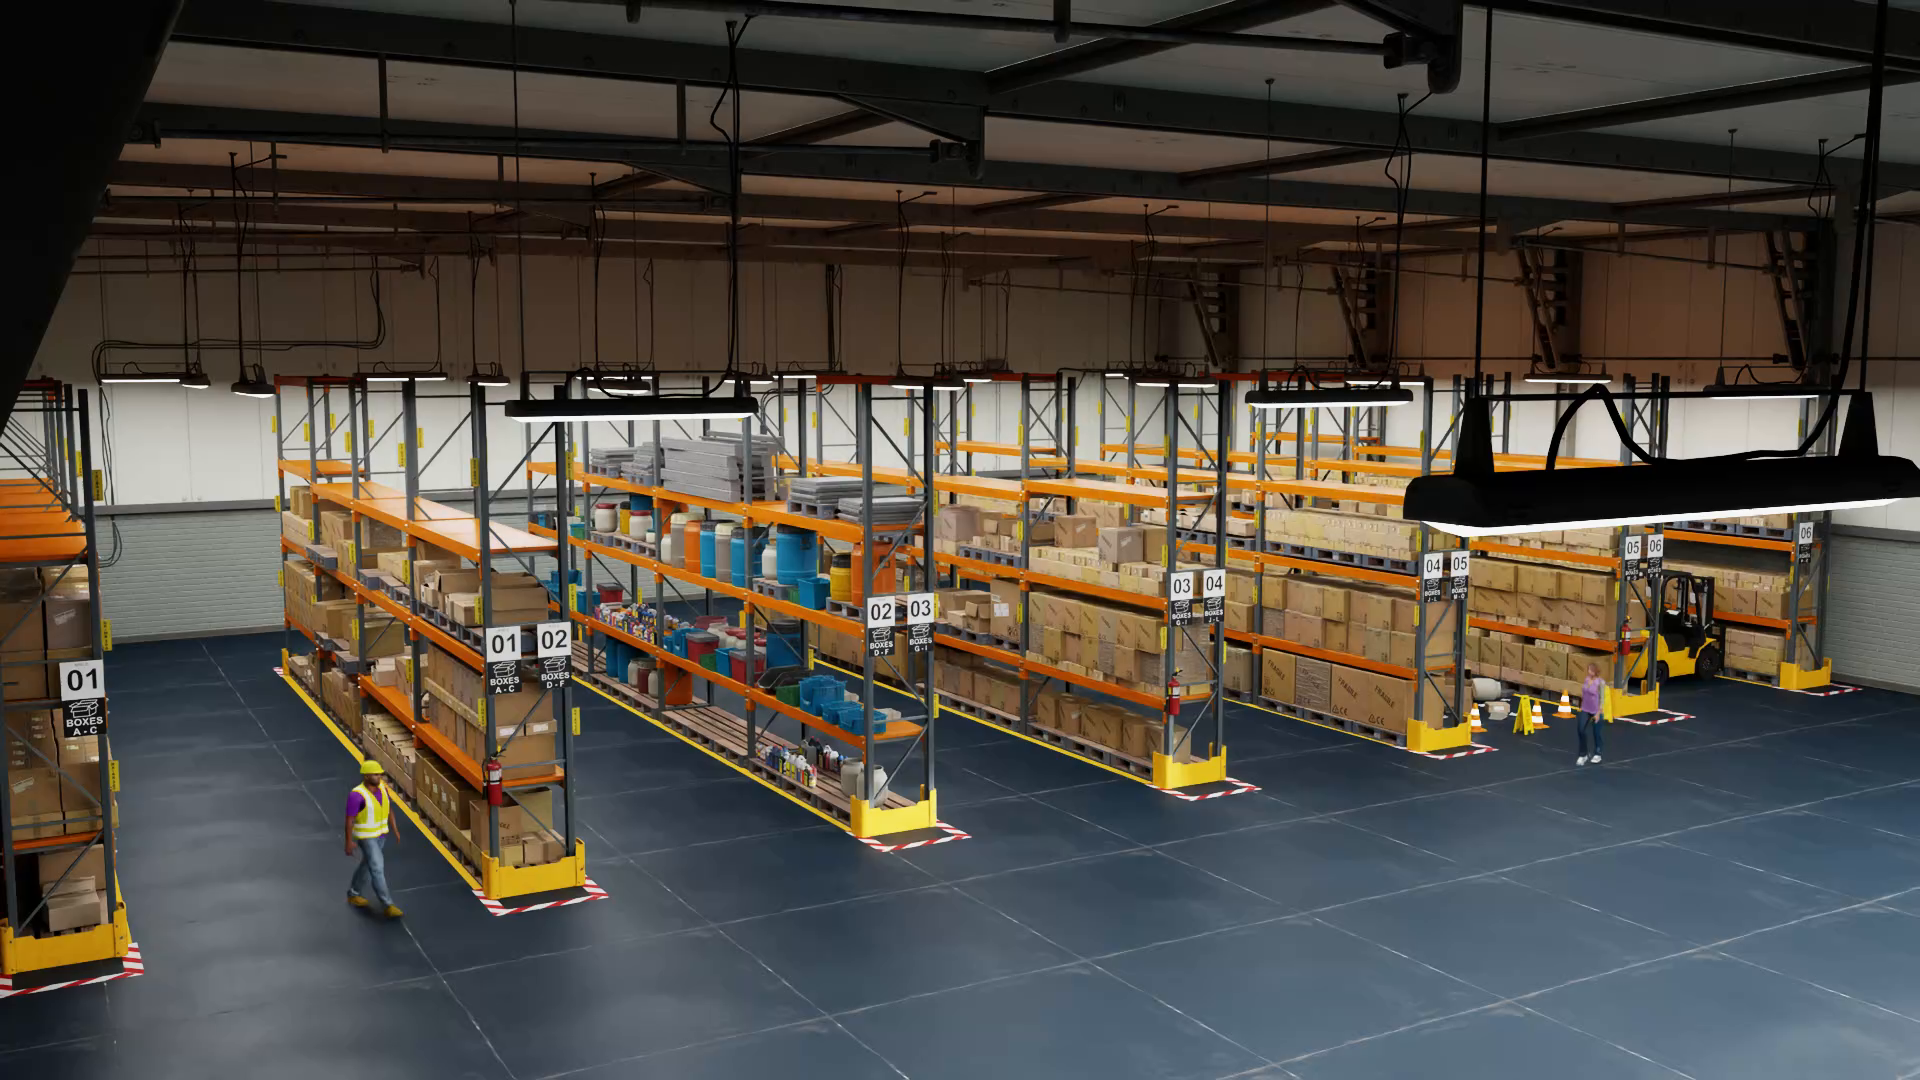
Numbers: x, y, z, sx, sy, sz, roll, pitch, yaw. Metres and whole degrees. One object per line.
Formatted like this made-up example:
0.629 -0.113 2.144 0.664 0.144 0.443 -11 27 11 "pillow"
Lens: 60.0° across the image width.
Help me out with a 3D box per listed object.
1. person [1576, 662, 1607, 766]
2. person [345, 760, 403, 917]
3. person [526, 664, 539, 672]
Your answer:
9.880 2.723 25.923 0.404 1.654 0.496 5 8 41 "person"
-6.666 3.372 19.019 0.957 1.718 0.604 2 7 17 "person"
-7.598 2.263 29.596 0.629 1.687 0.570 -2 7 -20 "person"
